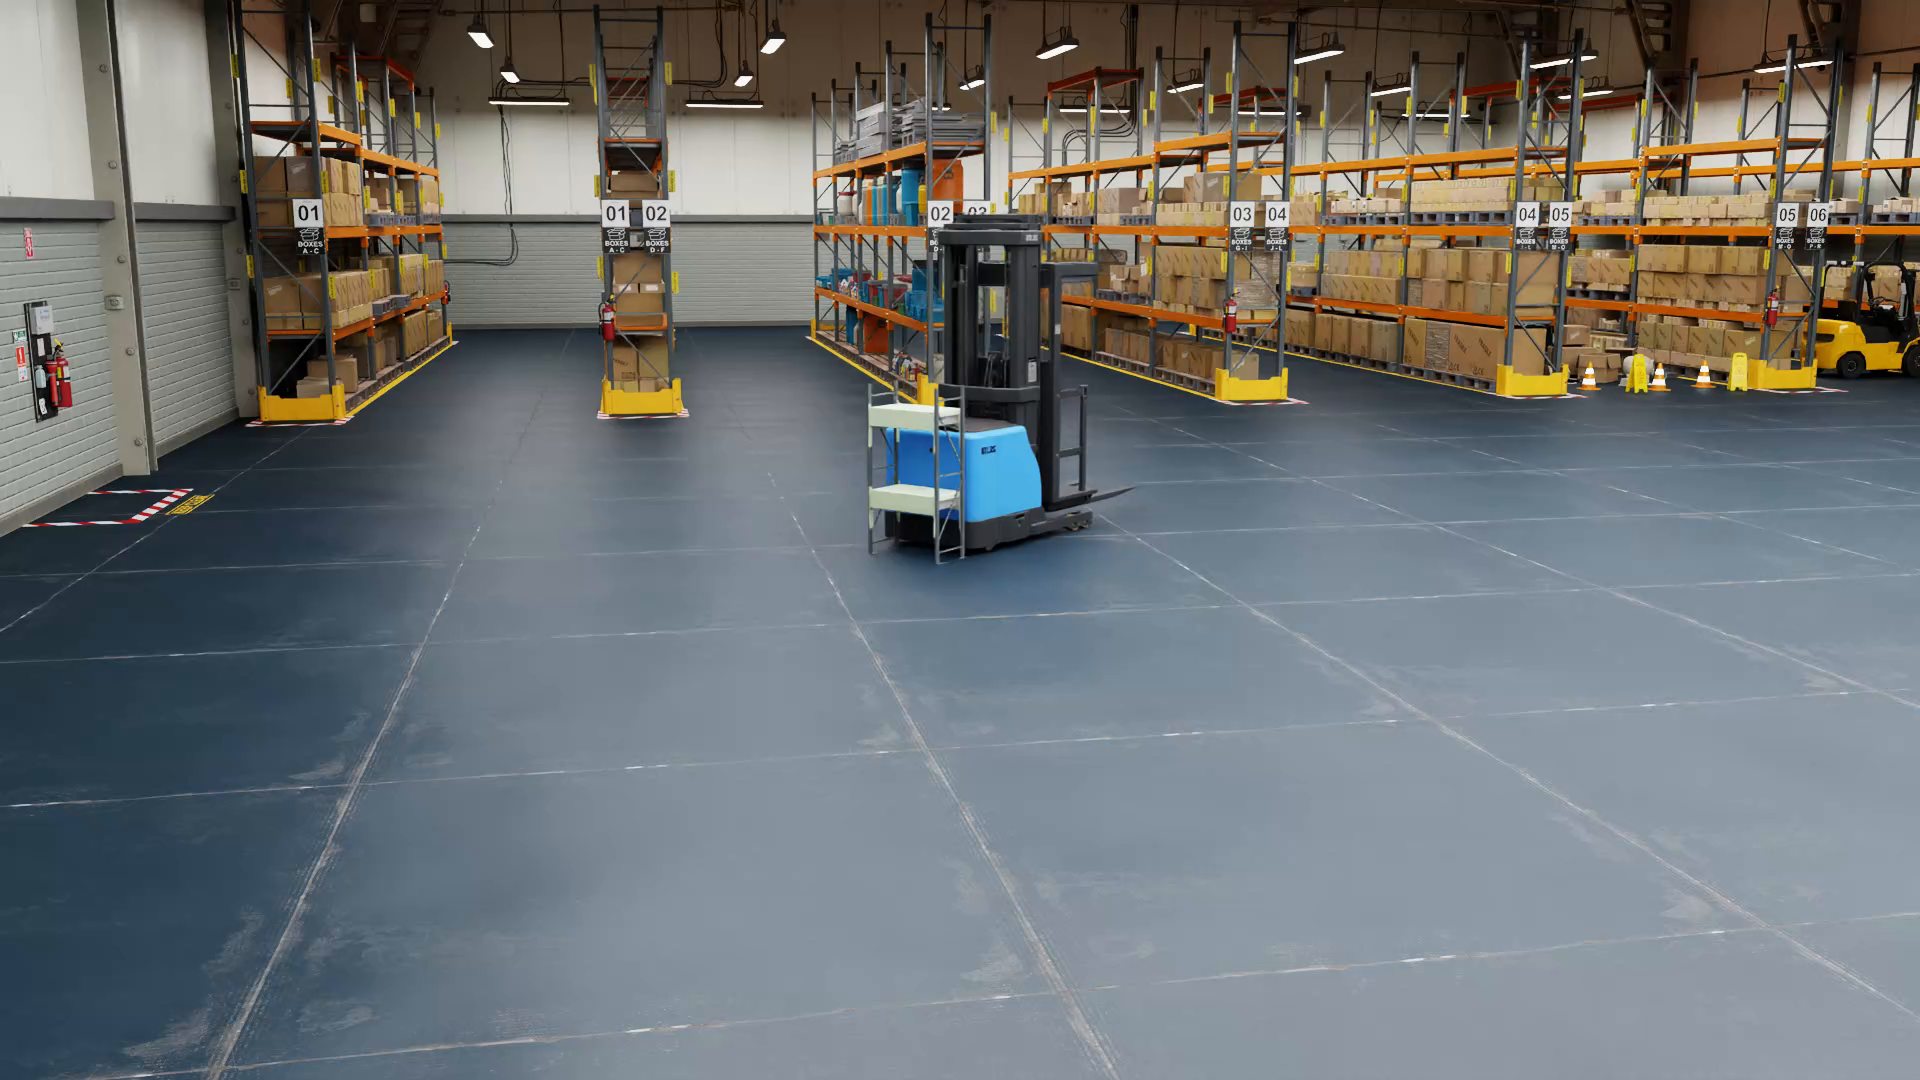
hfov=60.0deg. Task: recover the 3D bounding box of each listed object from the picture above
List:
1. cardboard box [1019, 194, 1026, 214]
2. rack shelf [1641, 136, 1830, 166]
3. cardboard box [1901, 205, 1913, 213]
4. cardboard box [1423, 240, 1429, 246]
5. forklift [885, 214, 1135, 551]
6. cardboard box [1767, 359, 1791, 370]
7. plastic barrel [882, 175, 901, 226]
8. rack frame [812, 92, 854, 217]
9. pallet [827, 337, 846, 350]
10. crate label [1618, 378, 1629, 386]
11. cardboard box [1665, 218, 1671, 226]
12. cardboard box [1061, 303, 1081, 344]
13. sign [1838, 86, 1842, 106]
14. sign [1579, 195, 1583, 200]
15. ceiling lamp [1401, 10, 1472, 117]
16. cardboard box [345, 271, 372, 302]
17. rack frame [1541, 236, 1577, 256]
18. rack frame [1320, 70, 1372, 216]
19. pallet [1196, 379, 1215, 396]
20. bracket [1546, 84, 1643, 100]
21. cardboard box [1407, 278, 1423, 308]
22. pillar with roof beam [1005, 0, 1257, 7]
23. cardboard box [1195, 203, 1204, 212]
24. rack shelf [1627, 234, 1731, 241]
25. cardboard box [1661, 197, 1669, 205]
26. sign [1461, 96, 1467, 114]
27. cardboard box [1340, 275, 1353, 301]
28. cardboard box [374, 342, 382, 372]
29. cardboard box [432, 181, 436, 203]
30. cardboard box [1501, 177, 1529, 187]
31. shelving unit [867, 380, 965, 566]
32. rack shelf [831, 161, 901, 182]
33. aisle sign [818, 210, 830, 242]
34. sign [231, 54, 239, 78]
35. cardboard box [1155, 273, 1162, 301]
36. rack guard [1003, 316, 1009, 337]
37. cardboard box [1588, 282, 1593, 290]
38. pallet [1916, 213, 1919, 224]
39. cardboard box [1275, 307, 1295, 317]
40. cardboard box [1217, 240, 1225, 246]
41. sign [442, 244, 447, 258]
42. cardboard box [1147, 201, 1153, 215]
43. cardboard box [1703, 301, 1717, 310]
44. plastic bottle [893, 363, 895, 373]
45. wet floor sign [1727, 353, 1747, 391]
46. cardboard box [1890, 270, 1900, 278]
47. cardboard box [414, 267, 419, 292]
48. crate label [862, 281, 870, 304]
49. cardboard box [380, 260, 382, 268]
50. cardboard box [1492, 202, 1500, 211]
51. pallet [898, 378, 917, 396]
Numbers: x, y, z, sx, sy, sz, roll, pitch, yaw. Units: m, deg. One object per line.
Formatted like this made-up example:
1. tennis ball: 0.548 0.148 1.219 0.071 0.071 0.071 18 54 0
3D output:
1. cardboard box: 1.866 -8.313 41.222 0.700 0.500 0.500 -3 11 -13
2. rack shelf: 14.165 -7.120 30.526 1.077 0.370 4.000 -2 11 -11
3. cardboard box: 18.583 -6.448 32.362 0.380 0.149 0.250 -2 11 -9
4. cardboard box: 11.798 -7.410 41.485 0.380 0.149 0.250 -2 11 -11
5. forklift: 0.605 -1.568 15.652 1.130 2.935 3.031 8 13 36
6. cardboard box: 14.669 -3.175 30.140 0.500 0.250 0.500 -2 11 -11
7. plastic barrel: -1.115 -6.160 30.228 0.600 0.901 0.708 -2 11 -11
8. rack frame: -3.137 -9.503 41.109 1.000 3.000 0.127 -2 11 -11
9. pallet: -2.540 -4.586 38.777 1.003 0.211 1.213 -2 11 -11
10. crate label: 11.969 -2.826 29.734 0.250 0.136 0.298 -9 14 -40
11. cardboard box: 13.749 -6.088 31.862 0.380 0.149 0.250 -2 11 -11
12. cardboard box: 2.818 -4.884 37.447 1.225 0.875 0.875 -3 11 -13
13. sign: 15.086 -7.626 28.540 0.100 0.325 0.005 -2 11 -11
14. sign: 16.859 -9.202 45.185 0.100 0.325 0.005 -2 11 -11
15. ceiling lamp: 13.505 -13.499 46.493 2.000 3.185 0.800 -2 11 -11
16. cardboard box: -10.125 -4.223 27.759 0.500 0.500 0.500 -2 11 -11
17. rack frame: 16.310 -7.277 45.462 1.000 3.000 0.127 -2 11 -11
18. rack frame: 8.162 -8.377 35.197 1.000 3.000 0.127 -2 11 -11
19. pallet: 4.695 -2.596 28.322 1.003 0.211 1.213 -2 11 -11
20. bracket: 16.907 -11.955 44.368 0.076 0.066 4.783 -2 11 -11
21. cardboard box: 9.024 -4.703 31.536 0.875 0.550 0.550 -2 11 -11
22. pillar with roof beam: 4.603 -14.578 44.507 6.894 0.400 0.400 -2 11 -11
23. cardboard box: 4.227 -5.675 28.358 0.380 0.149 0.250 -3 11 -14
24. rack shelf: 17.477 -7.297 39.467 1.077 0.370 4.000 -2 11 -11
25. cardboard box: 13.639 -6.472 31.748 0.380 0.149 0.250 -2 11 -13
26. sign: 9.490 -8.196 31.323 0.100 0.325 0.005 -2 11 -11
27. cardboard box: 8.184 -5.202 34.289 0.500 0.500 0.500 -2 11 -11
28. cardboard box: -10.890 -3.305 30.100 0.700 0.500 0.500 -2 11 -10
29. cardboard box: -12.358 -8.002 38.254 0.500 0.500 0.500 -2 11 -9
30. cardboard box: 9.320 -6.010 27.928 0.380 0.149 0.250 -2 11 -10
31. shelving unit: -0.379 -0.592 14.348 0.755 1.500 0.431 8 13 36
32. rack shelf: -1.970 -7.852 35.432 1.077 0.370 4.000 -2 11 -11
33. aisle sign: -3.442 -7.835 41.439 0.394 0.787 0.004 -2 11 -11
34. sign: -10.291 -6.728 23.610 0.100 0.325 0.005 -2 11 -11
35. cardboard box: 4.082 -4.645 30.570 0.875 0.500 0.500 -2 11 -11
36. rack guard: 1.717 -5.512 42.873 1.175 0.500 0.348 -2 11 -11
37. cardboard box: 13.221 -5.250 34.360 0.380 0.149 0.250 -2 11 -11
38. pallet: 19.070 -6.128 31.636 1.003 0.211 1.213 -2 11 -11
39. cardboard box: 7.470 -5.174 37.969 0.500 0.250 0.500 -2 11 -9
40. cardboard box: 6.720 -7.210 41.372 0.500 0.500 0.500 -2 11 -13
41. sign: -12.320 -6.898 39.737 0.100 0.325 0.005 -2 11 -11
42. cardboard box: 3.775 -6.317 31.633 0.396 0.266 0.258 -2 11 -9
43. cardboard box: 13.954 -4.331 30.654 0.380 0.149 0.250 -2 11 -12
44. plastic bottle: -1.151 -3.103 29.838 0.097 0.201 0.097 0 11 0
45. wet floor sign: 13.542 -2.931 28.925 0.267 0.644 0.232 2 11 9
46. cardboard box: 18.553 -5.234 32.724 0.380 0.149 0.250 -2 11 -10
47. cardboard box: -11.541 -5.406 34.512 0.500 0.500 0.500 -2 11 -11
48. crate label: -1.653 -4.914 32.949 0.502 0.435 0.616 -2 11 -11
49. cardboard box: -11.202 -5.250 31.630 0.380 0.149 0.250 -4 11 -18
50. cardboard box: 9.273 -5.663 28.242 0.380 0.149 0.250 -2 11 -11
51. pallet: -0.472 -2.636 28.534 1.003 0.211 1.213 -2 11 -11
